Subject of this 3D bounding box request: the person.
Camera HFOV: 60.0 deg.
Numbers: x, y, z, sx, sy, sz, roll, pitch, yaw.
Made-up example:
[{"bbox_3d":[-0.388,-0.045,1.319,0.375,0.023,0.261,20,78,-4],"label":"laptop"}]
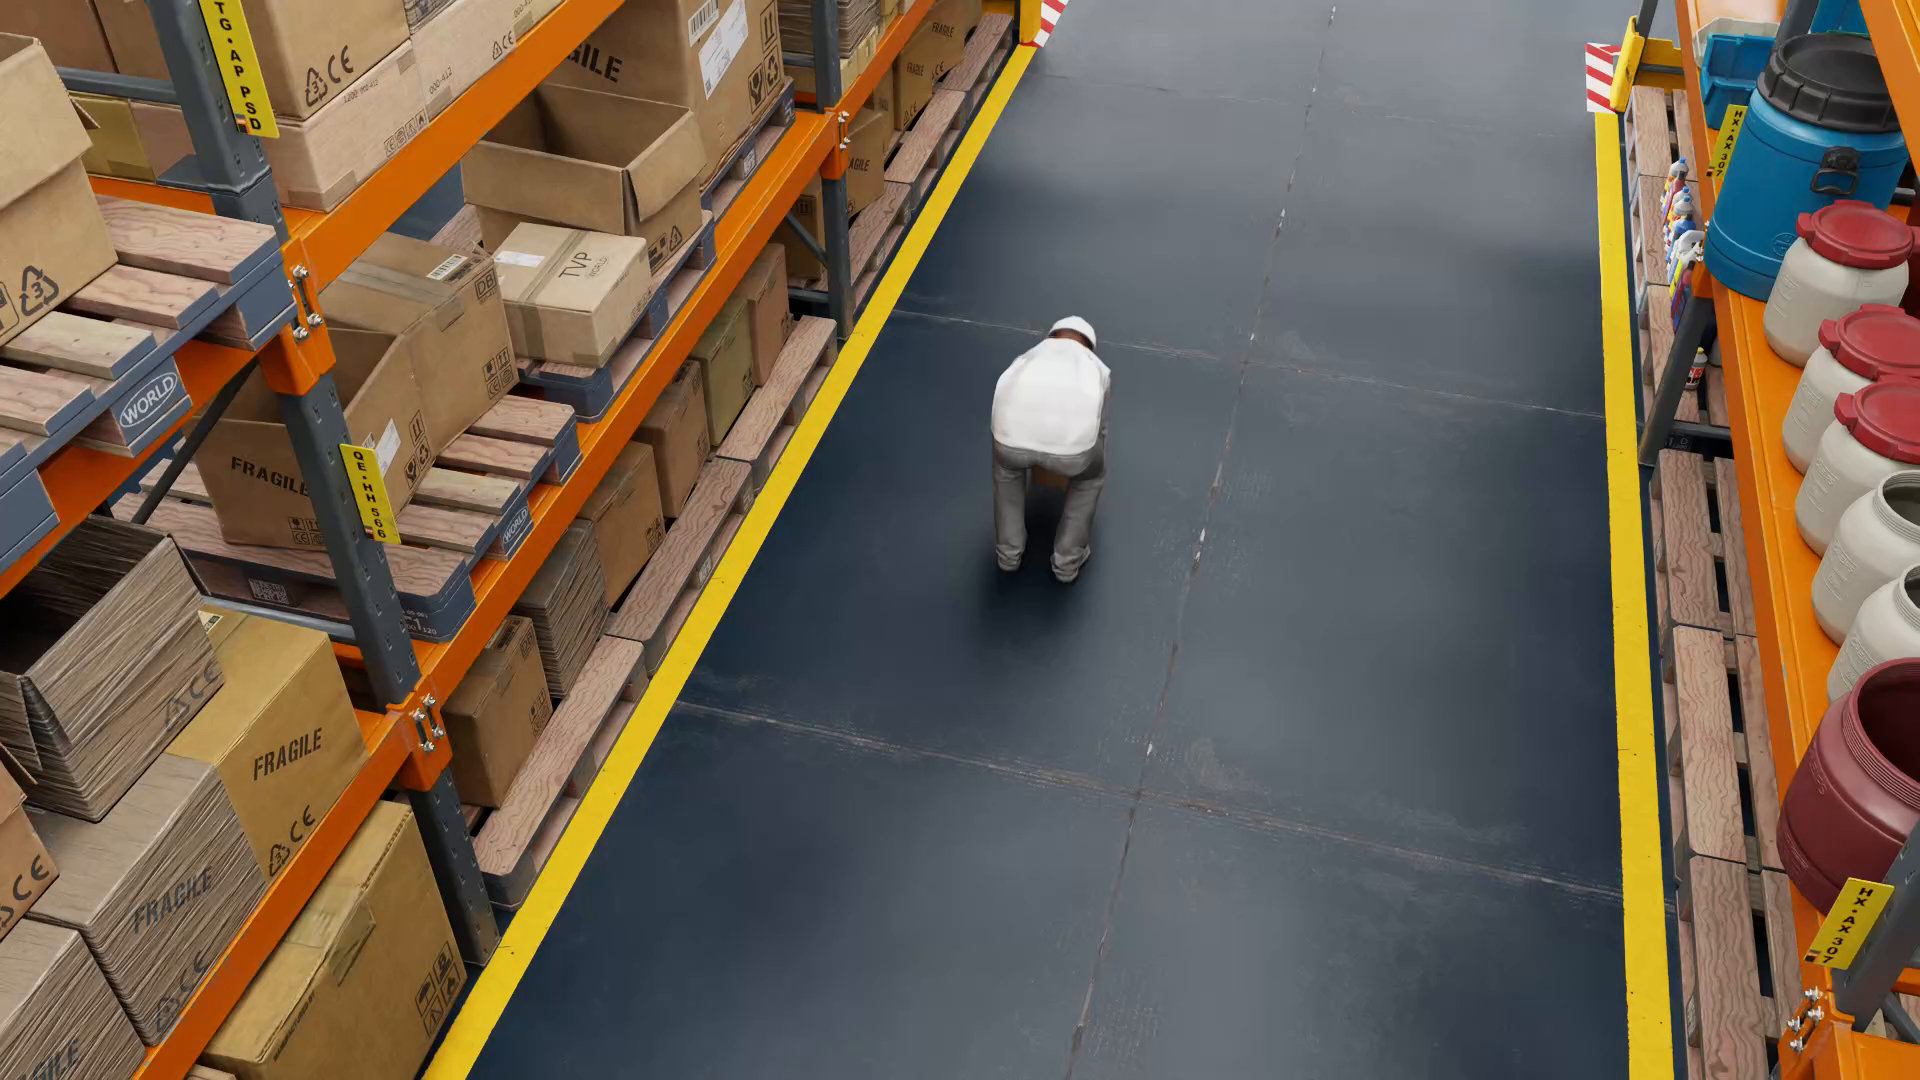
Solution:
[{"bbox_3d":[0.408,-0.447,7.217,0.497,1.041,1.005,8,41,9],"label":"person"}]
